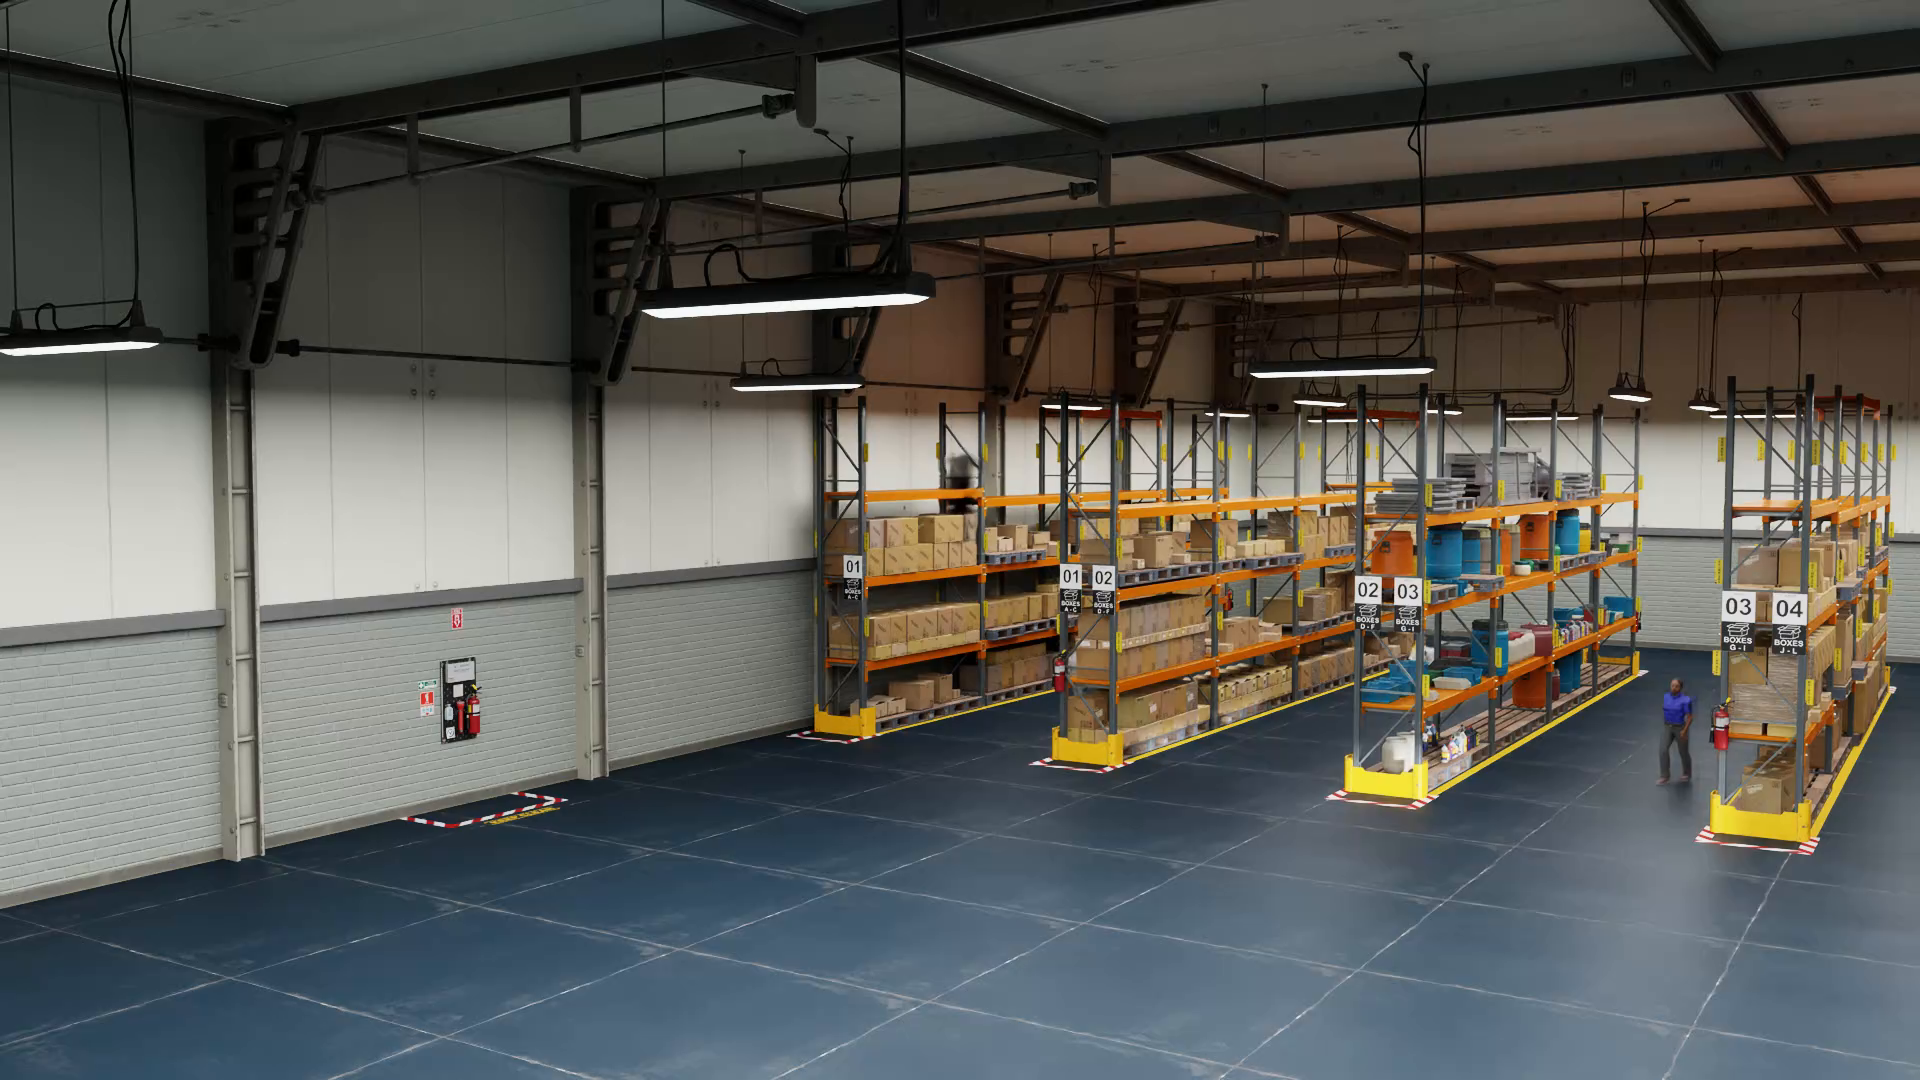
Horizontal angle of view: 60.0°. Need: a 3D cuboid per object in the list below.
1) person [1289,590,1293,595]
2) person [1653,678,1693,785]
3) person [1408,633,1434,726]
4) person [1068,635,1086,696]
[{"bbox_3d":[7.948,2.026,39.250,1.104,1.730,0.665,-3,4,-44],"label":"person"},{"bbox_3d":[10.785,2.857,24.983,0.505,1.608,0.810,3,4,44],"label":"person"},{"bbox_3d":[8.551,2.543,30.757,0.622,1.720,0.826,2,4,35],"label":"person"},{"bbox_3d":[2.155,2.579,30.118,0.596,1.740,0.808,2,4,35],"label":"person"}]
